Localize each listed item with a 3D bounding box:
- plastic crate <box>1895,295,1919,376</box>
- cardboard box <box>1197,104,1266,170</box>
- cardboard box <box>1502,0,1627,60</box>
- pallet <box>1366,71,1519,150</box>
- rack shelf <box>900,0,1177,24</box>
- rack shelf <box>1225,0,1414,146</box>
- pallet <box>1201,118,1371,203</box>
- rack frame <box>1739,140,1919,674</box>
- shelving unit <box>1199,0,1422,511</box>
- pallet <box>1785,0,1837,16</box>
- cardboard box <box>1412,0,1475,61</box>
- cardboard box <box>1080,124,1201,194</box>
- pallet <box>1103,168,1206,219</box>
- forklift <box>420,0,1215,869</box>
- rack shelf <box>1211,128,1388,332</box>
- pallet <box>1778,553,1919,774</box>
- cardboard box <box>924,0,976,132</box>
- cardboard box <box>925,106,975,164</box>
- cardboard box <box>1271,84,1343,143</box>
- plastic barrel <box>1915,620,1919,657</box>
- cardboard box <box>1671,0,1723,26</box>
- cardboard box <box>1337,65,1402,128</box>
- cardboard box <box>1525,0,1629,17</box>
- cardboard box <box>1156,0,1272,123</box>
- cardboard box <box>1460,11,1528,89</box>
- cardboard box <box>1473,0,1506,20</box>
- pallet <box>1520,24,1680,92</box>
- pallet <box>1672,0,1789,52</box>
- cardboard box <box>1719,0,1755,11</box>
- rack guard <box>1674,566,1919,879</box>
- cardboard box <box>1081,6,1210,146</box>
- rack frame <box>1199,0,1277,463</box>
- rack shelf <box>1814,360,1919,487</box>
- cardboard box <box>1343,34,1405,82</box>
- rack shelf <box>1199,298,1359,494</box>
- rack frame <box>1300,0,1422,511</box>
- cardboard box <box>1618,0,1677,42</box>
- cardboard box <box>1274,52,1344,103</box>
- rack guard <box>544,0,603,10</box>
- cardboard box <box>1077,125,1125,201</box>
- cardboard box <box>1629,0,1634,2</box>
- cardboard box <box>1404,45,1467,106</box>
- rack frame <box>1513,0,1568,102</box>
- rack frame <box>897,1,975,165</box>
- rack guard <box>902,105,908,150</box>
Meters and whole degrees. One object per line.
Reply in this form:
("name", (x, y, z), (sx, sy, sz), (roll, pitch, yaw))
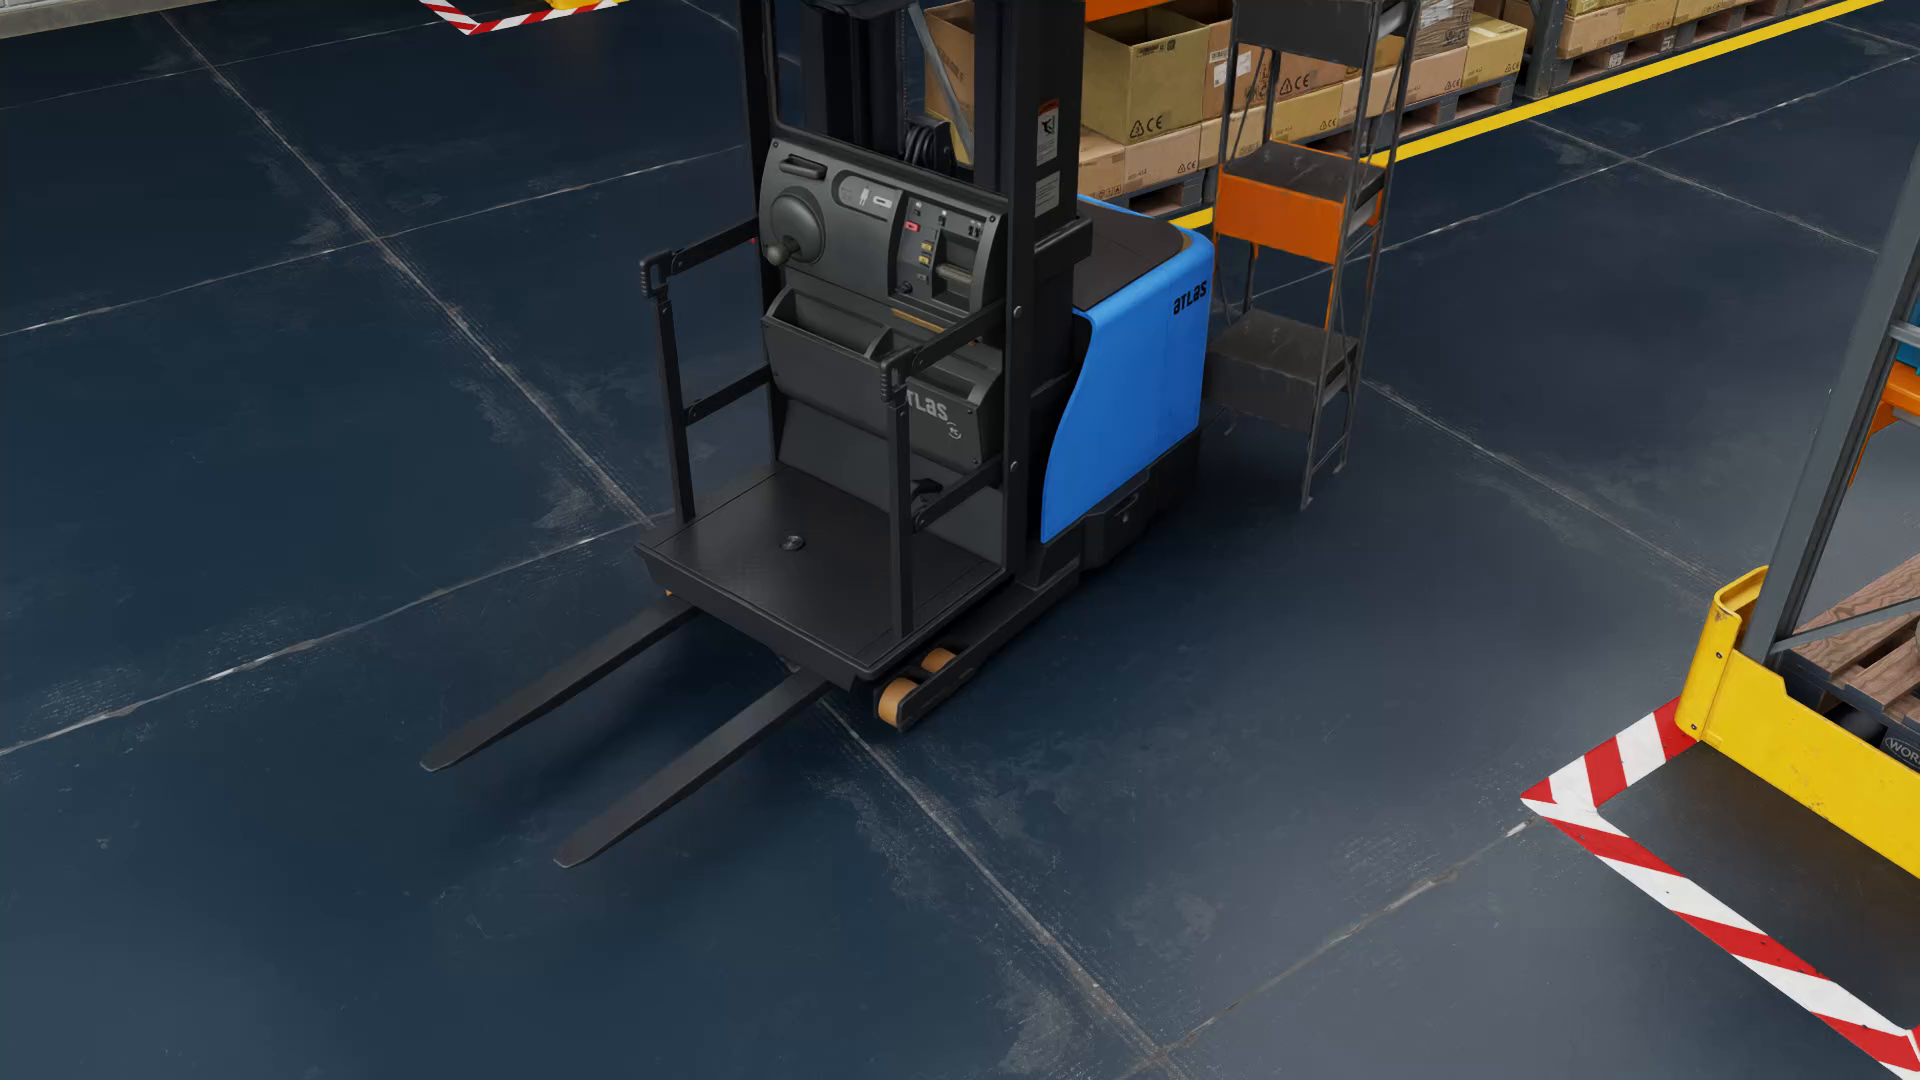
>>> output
("plastic crate", (2.984, -0.612, 4.659), (0.616, 0.251, 0.499), (-22, 41, -28))
("cardboard box", (1.279, -2.193, 8.725), (0.500, 0.250, 0.500), (-22, 41, -28))
("cardboard box", (3.639, -3.144, 10.047), (0.500, 0.250, 0.500), (-23, 42, -29))
("pallet", (2.493, -2.693, 9.813), (1.213, 0.211, 1.003), (-22, 41, -28))
("rack shelf", (1.532, -3.107, 8.617), (4.000, 0.370, 1.077), (-22, 41, -28))
("rack shelf", (1.231, -1.702, 5.641), (0.480, 0.518, 0.431), (22, 41, 27))
("pallet", (1.495, -2.280, 9.239), (1.213, 0.211, 1.003), (-22, 41, -28))
("rack frame", (2.748, -0.361, 4.183), (0.127, 3.000, 1.000), (-22, 41, -28))
("shelving unit", (1.230, -1.144, 6.041), (0.503, 2.100, 0.431), (22, 41, 27))
("pallet", (5.741, -4.027, 11.669), (1.213, 0.211, 1.003), (-22, 41, -28))
("cardboard box", (2.498, -3.008, 9.216), (0.500, 0.500, 0.500), (-22, 41, -28))
("cardboard box", (0.870, -2.025, 8.492), (0.500, 0.250, 0.500), (-22, 41, -28))
("pallet", (0.498, -1.872, 8.672), (1.213, 0.211, 1.003), (-22, 41, -28))
("forklift", (-0.394, -0.907, 5.001), (1.130, 2.935, 3.031), (25, 43, 31))
("rack shelf", (1.230, -1.133, 6.049), (0.480, 0.518, 0.431), (22, 41, 27))
("pallet", (3.450, 0.452, 5.441), (1.213, 0.211, 1.003), (-22, 41, -28))
("cardboard box", (0.164, -2.408, 8.382), (0.500, 0.500, 0.500), (-22, 41, -28))
("cardboard box", (0.165, -2.102, 8.599), (0.500, 0.250, 0.500), (-22, 41, -28))
("cardboard box", (1.691, -2.359, 8.956), (0.500, 0.250, 0.500), (-22, 41, -28))
("plastic barrel", (3.242, 0.220, 5.146), (0.421, 0.512, 0.421), (0, 36, 0))
("cardboard box", (4.480, -3.491, 10.530), (0.500, 0.250, 0.500), (-24, 42, -29))
("cardboard box", (2.099, -2.527, 9.190), (0.500, 0.250, 0.500), (-22, 41, -28))
("cardboard box", (3.648, -3.374, 9.887), (0.500, 0.311, 0.500), (-22, 41, -28))
("cardboard box", (1.273, -2.503, 8.514), (0.500, 0.500, 0.500), (-22, 41, -28))
("cardboard box", (2.914, -2.866, 9.661), (0.500, 0.250, 0.500), (-22, 41, -28))
("cardboard box", (3.339, -3.404, 10.409), (0.500, 0.250, 0.500), (-23, 42, -28))
("pallet", (3.747, -3.206, 10.527), (1.213, 0.211, 1.003), (-22, 41, -28))
("pallet", (4.745, -3.619, 11.101), (1.213, 0.211, 1.003), (-22, 41, -28))
("cardboard box", (4.896, -3.661, 10.767), (0.500, 0.250, 0.500), (-22, 41, -27))
("rack guard", (2.783, 0.605, 4.980), (0.348, 0.500, 1.175), (-22, 41, -28))
("cardboard box", (0.871, -2.329, 8.272), (0.500, 0.500, 0.500), (-22, 41, -28))
("rack frame", (1.029, -1.225, 6.153), (0.015, 2.100, 0.400), (22, 41, 27))
("rack shelf", (4.382, -0.742, 5.329), (4.000, 0.370, 1.077), (-22, 41, -28))
("cardboard box", (2.092, -2.838, 8.980), (0.500, 0.500, 0.500), (-22, 41, -28))
("rack shelf", (1.228, -0.565, 6.458), (0.480, 0.518, 0.431), (22, 41, 27))
("rack frame", (1.431, -1.063, 5.930), (0.015, 2.100, 0.400), (22, 41, 27))
("cardboard box", (4.058, -3.315, 10.285), (0.500, 0.250, 0.500), (-21, 41, -27))
("cardboard box", (1.691, -2.663, 8.736), (0.500, 0.500, 0.500), (-22, 41, -28))
("rack guard", (-2.897, -4.100, 11.523), (0.348, 0.500, 1.175), (-22, 41, -28))
("cardboard box", (0.464, -1.855, 8.256), (0.500, 0.250, 0.500), (-22, 41, -28))
("cardboard box", (4.060, -3.540, 10.118), (0.500, 0.311, 0.500), (-23, 42, -28))
("cardboard box", (2.499, -2.702, 9.434), (0.500, 0.250, 0.500), (-22, 41, -28))
("rack frame", (3.167, -4.072, 9.343), (0.127, 3.000, 1.000), (-22, 41, -28))
("rack frame", (-0.103, -2.727, 7.472), (0.127, 3.000, 1.000), (-22, 41, -28))
("rack guard", (-0.122, -1.704, 8.191), (0.348, 0.500, 1.175), (-22, 41, -28))
